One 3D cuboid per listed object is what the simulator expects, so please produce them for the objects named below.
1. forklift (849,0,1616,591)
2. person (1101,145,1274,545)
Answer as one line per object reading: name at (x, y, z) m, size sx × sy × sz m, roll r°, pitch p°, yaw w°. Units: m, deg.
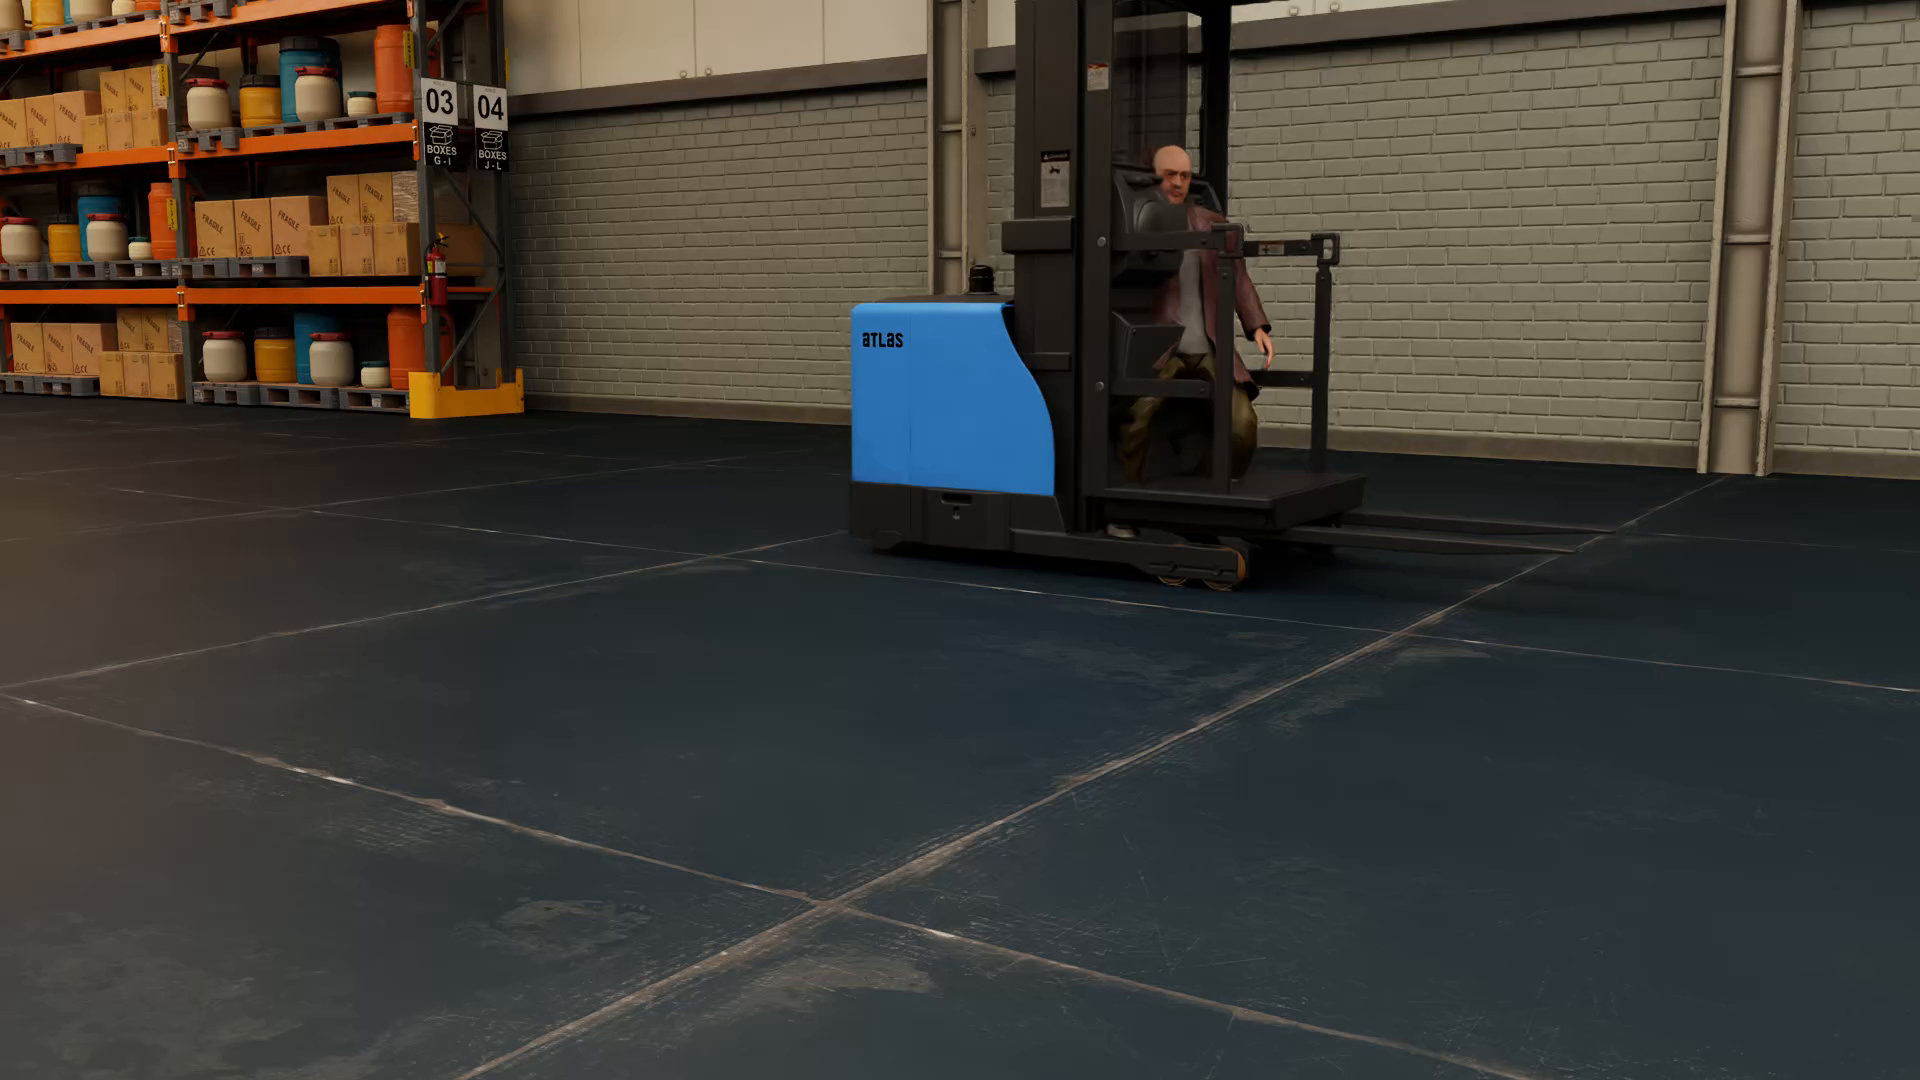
forklift at (1.030, -1.345, 6.650) m, size 3.031 × 2.935 × 1.130 m, roll 5°, pitch 10°, yaw 33°
person at (0.902, -0.733, 6.810) m, size 0.855 × 1.751 × 0.621 m, roll -2°, pitch 8°, yaw -13°
